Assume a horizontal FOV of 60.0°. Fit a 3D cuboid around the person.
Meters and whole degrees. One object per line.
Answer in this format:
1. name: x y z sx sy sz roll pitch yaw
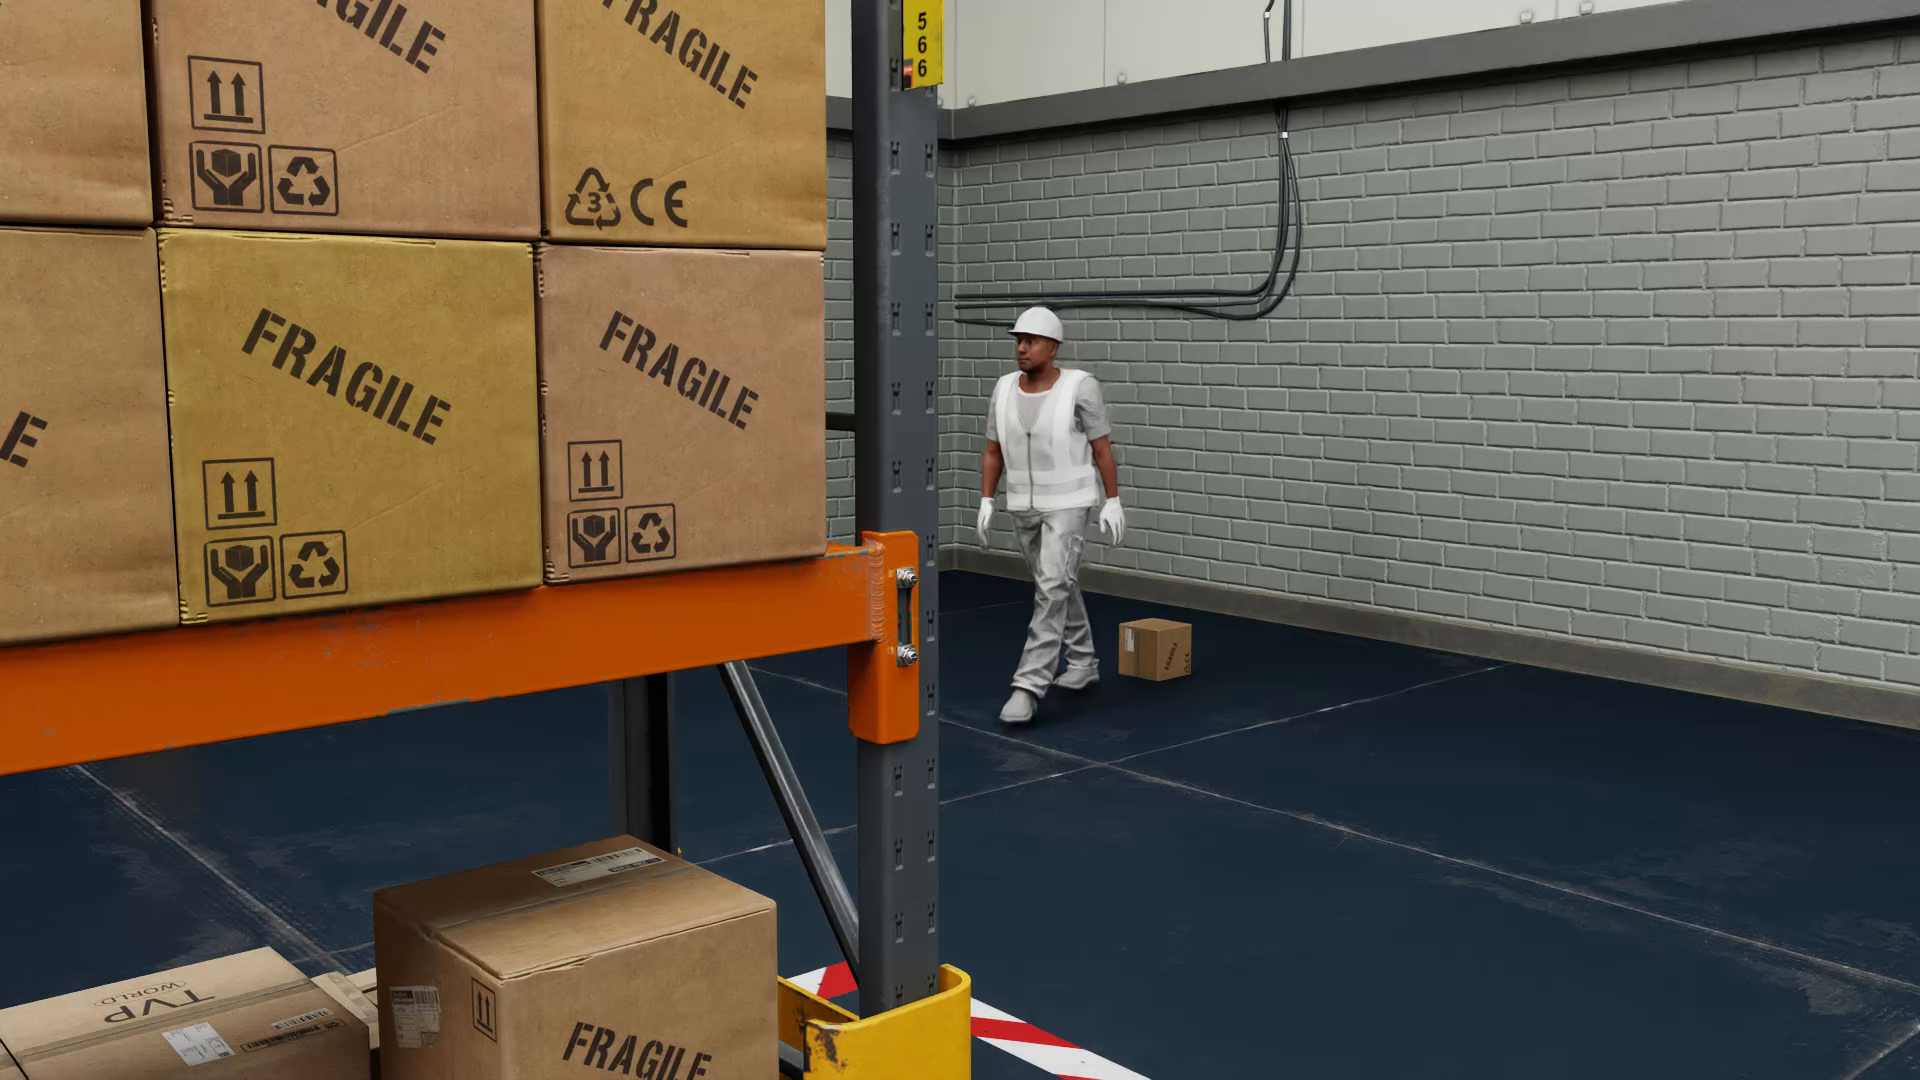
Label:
1. person: 0.347 -0.147 7.261 0.592 1.724 0.954 6 9 37
